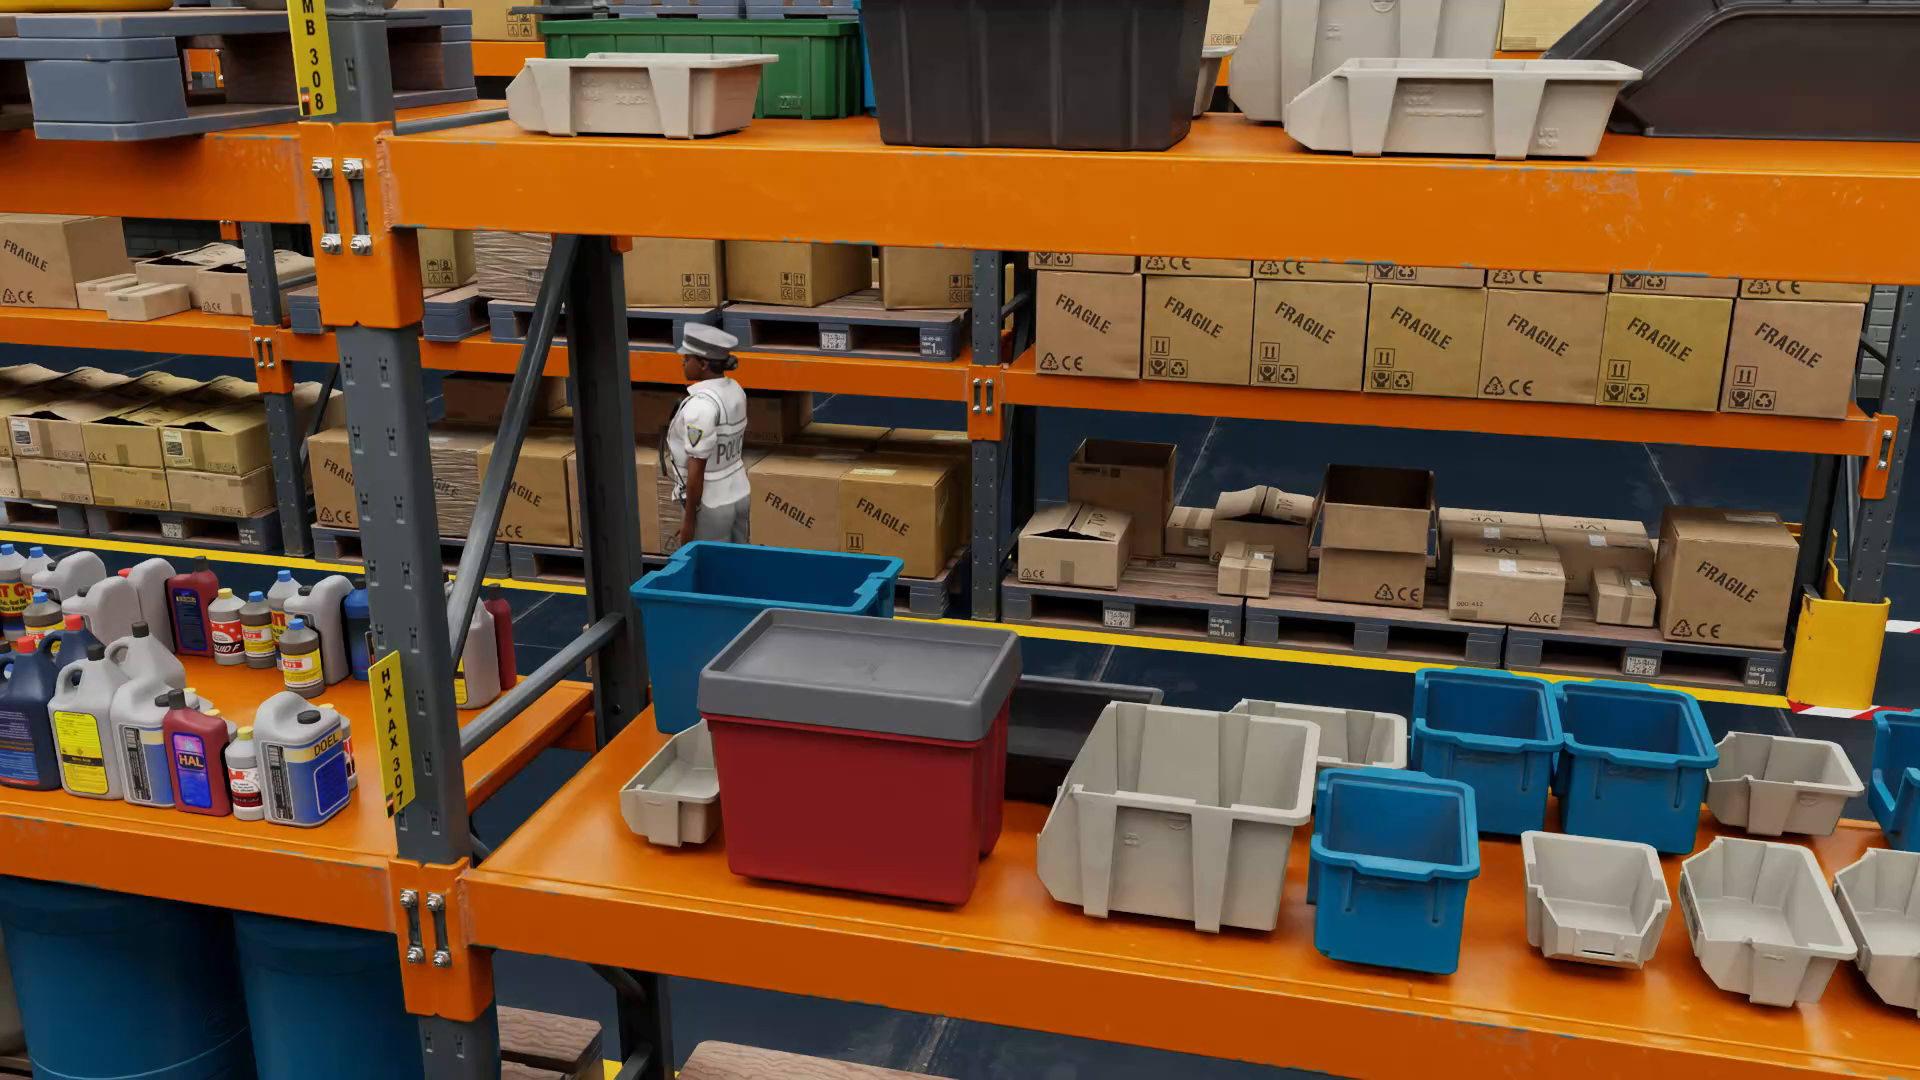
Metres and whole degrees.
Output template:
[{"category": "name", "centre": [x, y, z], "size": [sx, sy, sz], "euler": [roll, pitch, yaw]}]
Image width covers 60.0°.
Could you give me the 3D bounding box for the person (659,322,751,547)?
[{"category": "person", "centre": [-1.124, -0.142, 7.458], "size": [0.340, 1.686, 0.435], "euler": [5, 19, 15]}]
